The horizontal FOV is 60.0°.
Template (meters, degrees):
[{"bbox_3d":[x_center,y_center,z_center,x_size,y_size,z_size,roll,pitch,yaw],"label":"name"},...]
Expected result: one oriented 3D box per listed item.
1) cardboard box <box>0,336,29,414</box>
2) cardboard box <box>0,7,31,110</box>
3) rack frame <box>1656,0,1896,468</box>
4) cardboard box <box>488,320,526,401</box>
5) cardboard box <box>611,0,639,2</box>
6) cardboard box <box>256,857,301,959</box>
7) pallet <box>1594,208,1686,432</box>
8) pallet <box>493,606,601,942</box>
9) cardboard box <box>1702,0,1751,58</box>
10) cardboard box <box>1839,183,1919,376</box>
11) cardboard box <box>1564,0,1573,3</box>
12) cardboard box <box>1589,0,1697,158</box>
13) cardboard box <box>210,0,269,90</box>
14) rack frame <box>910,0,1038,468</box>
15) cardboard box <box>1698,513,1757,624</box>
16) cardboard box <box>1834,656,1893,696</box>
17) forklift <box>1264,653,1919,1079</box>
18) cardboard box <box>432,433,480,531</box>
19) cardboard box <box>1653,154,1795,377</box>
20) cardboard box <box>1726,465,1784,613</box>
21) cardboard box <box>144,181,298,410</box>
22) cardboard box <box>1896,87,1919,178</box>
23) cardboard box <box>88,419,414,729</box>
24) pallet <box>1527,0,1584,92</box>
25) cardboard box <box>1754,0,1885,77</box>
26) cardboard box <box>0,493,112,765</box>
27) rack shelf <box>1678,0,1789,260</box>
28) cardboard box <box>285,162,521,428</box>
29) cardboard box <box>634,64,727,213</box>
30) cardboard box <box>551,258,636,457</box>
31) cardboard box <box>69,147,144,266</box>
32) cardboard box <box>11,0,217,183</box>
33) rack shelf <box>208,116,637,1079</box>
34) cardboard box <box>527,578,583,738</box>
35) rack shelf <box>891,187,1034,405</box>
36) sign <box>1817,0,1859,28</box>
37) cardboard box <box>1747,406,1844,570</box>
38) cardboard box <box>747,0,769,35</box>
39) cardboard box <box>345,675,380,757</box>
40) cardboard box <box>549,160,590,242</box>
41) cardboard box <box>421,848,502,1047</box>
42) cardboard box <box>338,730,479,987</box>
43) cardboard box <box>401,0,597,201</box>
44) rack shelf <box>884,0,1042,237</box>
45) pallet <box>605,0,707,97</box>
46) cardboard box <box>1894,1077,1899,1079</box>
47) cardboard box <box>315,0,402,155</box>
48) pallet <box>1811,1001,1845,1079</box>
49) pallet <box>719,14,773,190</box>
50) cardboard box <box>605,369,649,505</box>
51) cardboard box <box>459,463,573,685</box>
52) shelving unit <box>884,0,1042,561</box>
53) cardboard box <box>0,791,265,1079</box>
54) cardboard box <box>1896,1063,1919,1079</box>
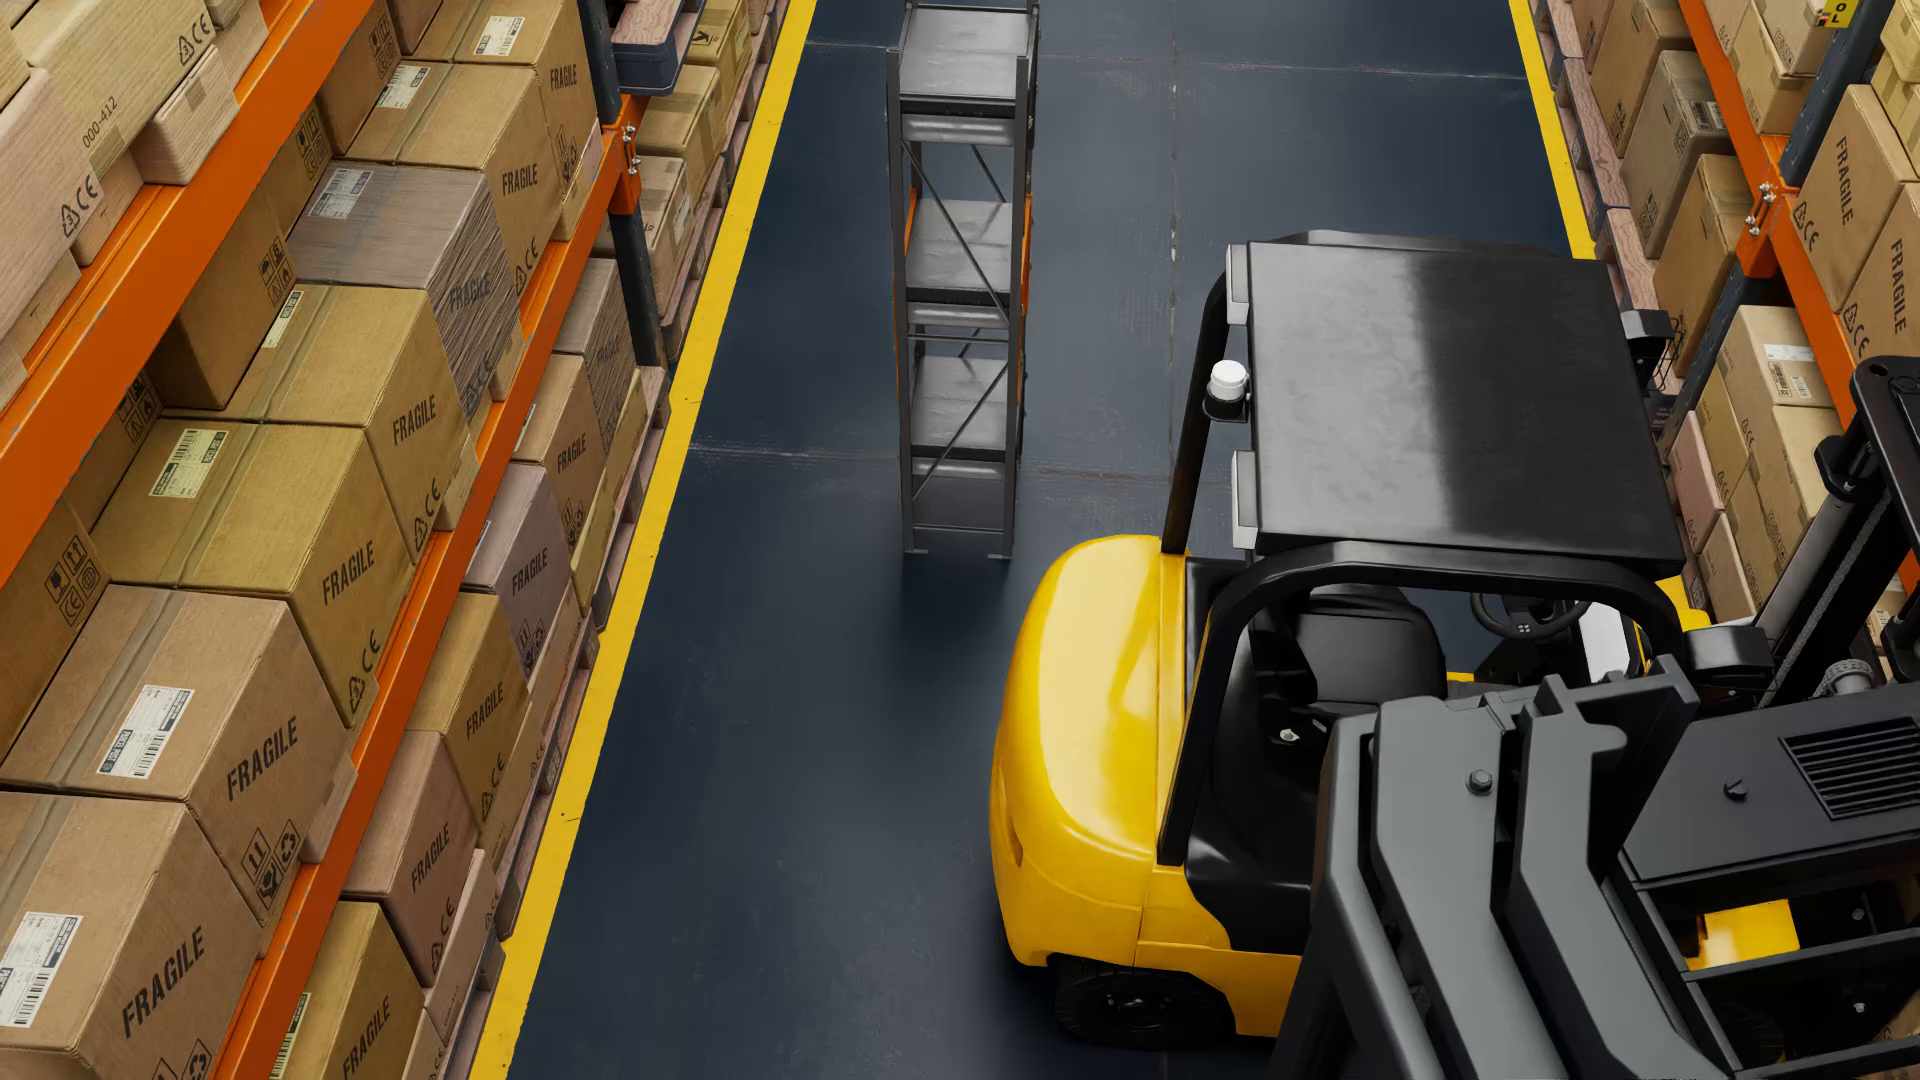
[{"bbox_3d":[-1.709,-0.243,2.577,0.380,0.149,0.250,5,48,5],"label":"cardboard box"},{"bbox_3d":[-1.632,-0.691,2.446,0.380,0.149,0.250,4,48,3],"label":"cardboard box"},{"bbox_3d":[3.252,-1.310,5.415,1.000,3.000,0.127,4,48,4],"label":"rack frame"},{"bbox_3d":[-1.506,-0.553,4.893,0.380,0.149,0.250,3,48,3],"label":"cardboard box"},{"bbox_3d":[-1.326,-2.083,6.008,0.380,0.149,0.250,5,48,4],"label":"cardboard box"},{"bbox_3d":[-1.705,0.771,3.682,0.380,0.149,0.250,2,48,2],"label":"cardboard box"},{"bbox_3d":[3.281,-0.913,6.942,1.003,0.211,1.213,4,48,4],"label":"pallet"},{"bbox_3d":[-1.825,0.695,5.471,1.003,0.211,1.213,4,48,4],"label":"pallet"},{"bbox_3d":[3.078,-2.017,6.164,0.500,0.250,0.500,4,48,3],"label":"cardboard box"},{"bbox_3d":[2.921,-0.651,4.745,0.500,0.500,0.500,5,48,4],"label":"cardboard box"},{"bbox_3d":[3.547,-3.132,8.407,0.875,0.625,0.625,5,48,5],"label":"cardboard box"},{"bbox_3d":[3.434,-2.157,7.515,0.875,0.625,0.625,2,48,2],"label":"cardboard box"},{"bbox_3d":[-1.604,-0.997,3.267,0.380,0.149,0.250,3,48,2],"label":"cardboard box"},{"bbox_3d":[0.037,-1.010,5.750,0.400,2.100,0.015,4,48,4],"label":"rack frame"},{"bbox_3d":[2.848,0.184,5.628,0.500,0.250,0.500,3,48,3],"label":"cardboard box"},{"bbox_3d":[2.750,0.600,4.570,0.500,0.250,0.500,3,48,3],"label":"cardboard box"},{"bbox_3d":[1.315,1.359,3.021,3.031,2.935,1.130,-8,48,-8],"label":"forklift"},{"bbox_3d":[-1.546,-0.175,4.548,0.380,0.149,0.250,4,48,4],"label":"cardboard box"},{"bbox_3d":[3.289,-1.034,6.488,0.875,0.625,0.625,6,48,5],"label":"cardboard box"},{"bbox_3d":[2.857,0.013,5.446,0.500,0.250,0.500,4,48,3],"label":"cardboard box"},{"bbox_3d":[-2.045,-0.674,3.886,0.700,0.500,0.500,4,48,3],"label":"cardboard box"},{"bbox_3d":[2.939,-1.156,4.767,0.380,0.149,0.250,5,48,4],"label":"cardboard box"},{"bbox_3d":[-1.647,0.079,3.875,0.500,0.500,0.500,3,48,3],"label":"cardboard box"},{"bbox_3d":[3.503,-2.706,8.582,1.003,0.211,1.213,4,48,4],"label":"pallet"},{"bbox_3d":[3.043,-1.806,5.632,0.500,0.250,0.500,3,48,3],"label":"cardboard box"},{"bbox_3d":[-2.173,0.065,3.211,0.700,0.500,0.500,4,48,4],"label":"cardboard box"},{"bbox_3d":[3.435,-2.537,7.025,1.077,0.370,4.000,4,48,4],"label":"rack shelf"},{"bbox_3d":[-1.567,-0.672,4.562,0.500,0.500,0.500,5,48,5],"label":"cardboard box"},{"bbox_3d":[-1.583,-1.810,7.369,0.950,0.372,0.625,7,48,6],"label":"cardboard box"},{"bbox_3d":[-1.478,-0.655,5.887,0.500,0.500,0.500,3,48,3],"label":"cardboard box"},{"bbox_3d":[-1.690,-0.621,2.923,0.380,0.149,0.250,3,48,2],"label":"cardboard box"},{"bbox_3d":[-1.666,-0.866,2.877,0.500,0.250,0.500,5,48,5],"label":"cardboard box"},{"bbox_3d":[-1.873,0.071,4.639,1.077,0.370,4.000,4,48,4],"label":"rack shelf"},{"bbox_3d":[-1.567,0.363,5.464,0.500,0.250,0.500,5,48,4],"label":"cardboard box"},{"bbox_3d":[0.015,-0.821,5.597,0.431,0.518,0.480,4,48,4],"label":"rack shelf"},{"bbox_3d":[2.711,-1.703,5.044,0.100,0.325,0.005,4,48,4],"label":"sign"},{"bbox_3d":[2.839,-0.152,5.257,0.500,0.250,0.500,4,48,4],"label":"cardboard box"},{"bbox_3d":[-1.447,-2.878,8.346,0.950,0.372,0.625,3,48,3],"label":"cardboard box"},{"bbox_3d":[-1.645,0.396,4.026,0.380,0.149,0.250,5,48,5],"label":"cardboard box"},{"bbox_3d":[-1.433,-1.116,5.408,0.380,0.149,0.250,5,48,4],"label":"cardboard box"},{"bbox_3d":[-1.652,1.136,4.757,0.500,0.250,0.500,5,48,5],"label":"cardboard box"},{"bbox_3d":[-1.662,0.855,4.506,0.500,0.500,0.500,2,48,2],"label":"cardboard box"},{"bbox_3d":[-1.484,-1.432,5.258,0.500,0.500,0.500,3,48,3],"label":"cardboard box"},{"bbox_3d":[0.015,-1.294,5.080,0.431,0.518,0.480,4,48,4],"label":"rack shelf"},{"bbox_3d":[-1.476,-2.128,6.294,1.003,0.211,1.213,4,48,4],"label":"pallet"},{"bbox_3d":[2.671,1.684,4.256,0.500,0.250,0.500,4,48,4],"label":"cardboard box"},{"bbox_3d":[-2.015,-1.430,4.578,0.700,0.500,0.500,4,48,4],"label":"cardboard box"},{"bbox_3d":[3.030,1.112,5.090,1.003,0.211,1.213,4,48,4],"label":"pallet"},{"bbox_3d":[-1.513,-2.171,8.093,1.003,0.211,1.213,4,48,4],"label":"pallet"},{"bbox_3d":[-1.477,-0.402,6.164,0.500,0.250,0.500,6,48,5],"label":"cardboard box"},{"bbox_3d":[-1.568,0.094,5.202,0.500,0.500,0.500,6,48,6],"label":"cardboard box"},{"bbox_3d":[0.015,-0.830,5.586,0.431,2.100,0.503,4,48,4],"label":"shelving unit"},{"bbox_3d":[-1.736,0.835,3.184,0.500,0.500,0.500,3,48,3],"label":"cardboard box"},{"bbox_3d":[2.677,1.500,4.085,0.500,0.250,0.500,3,48,3],"label":"cardboard box"}]
